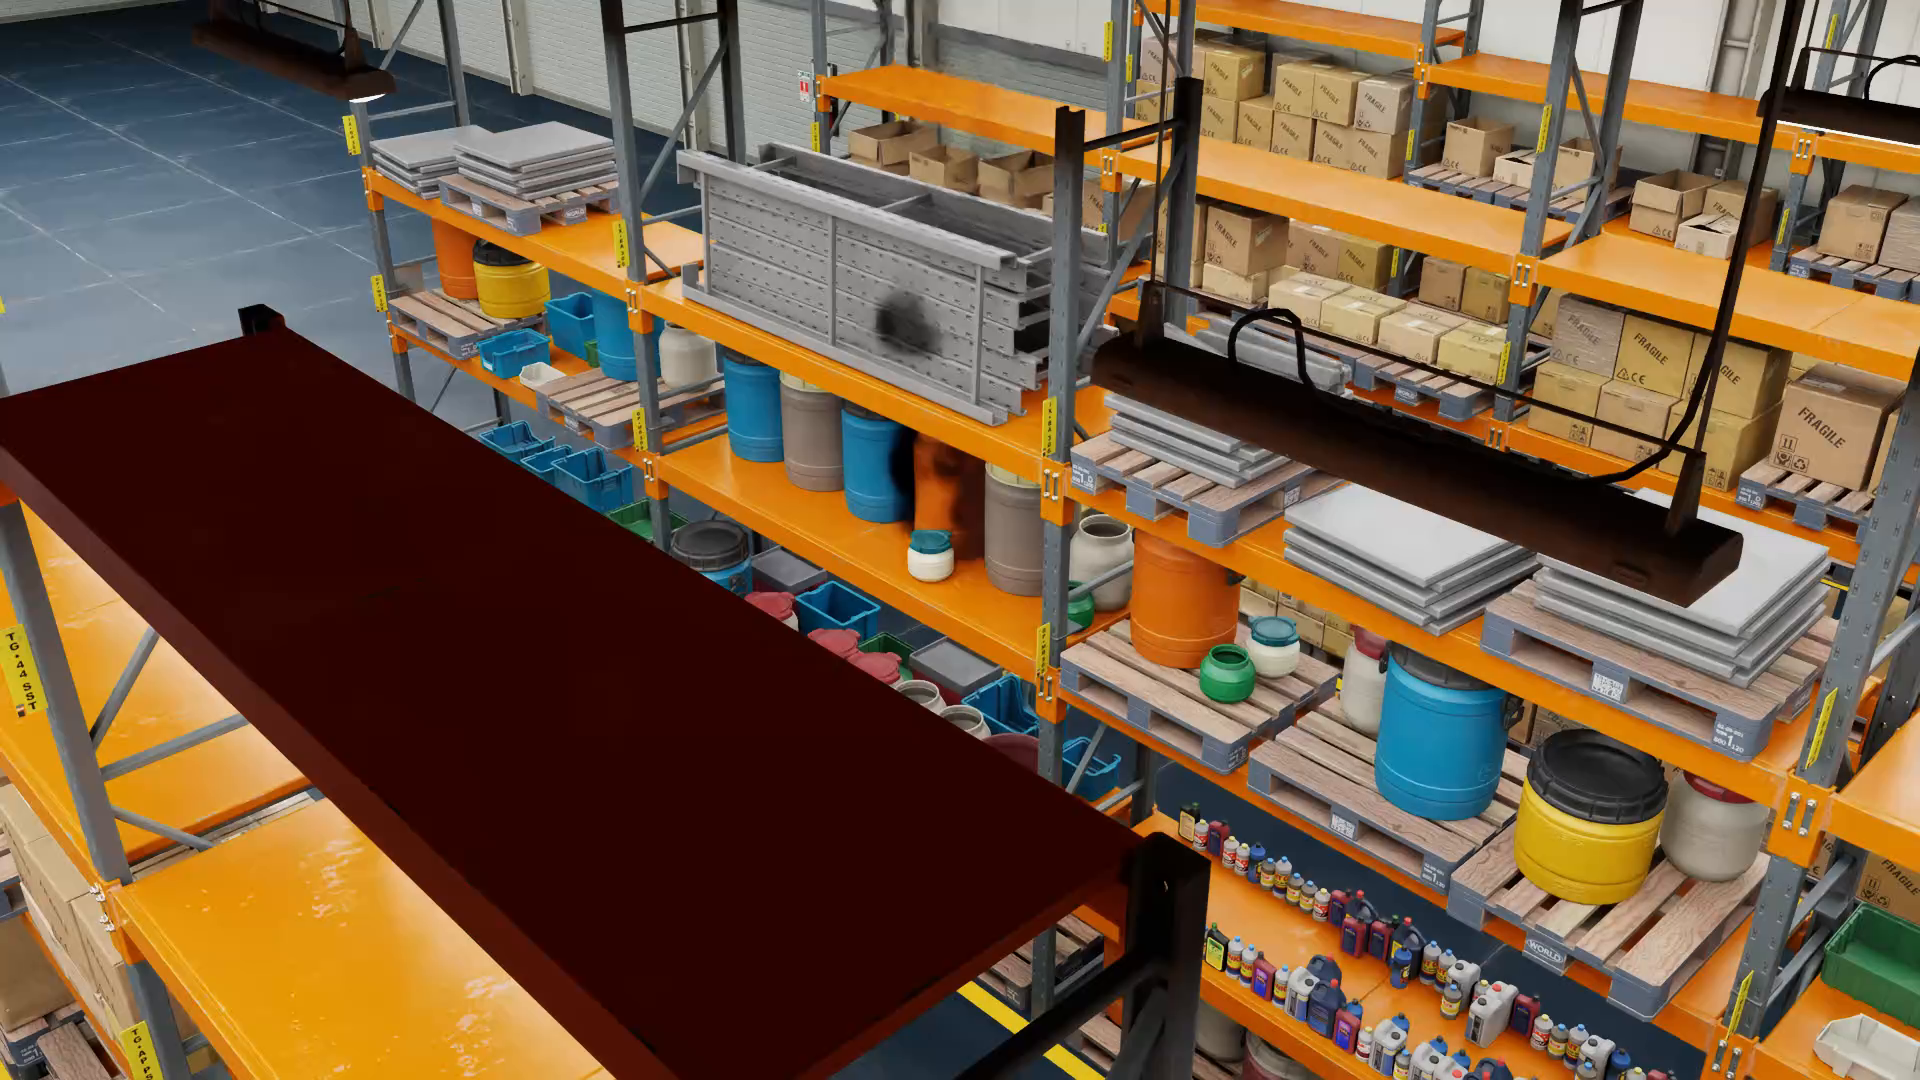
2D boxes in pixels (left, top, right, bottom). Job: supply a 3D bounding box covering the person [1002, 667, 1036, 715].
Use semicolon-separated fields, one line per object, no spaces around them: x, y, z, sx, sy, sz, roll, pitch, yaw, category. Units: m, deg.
0.392;1.044;13.072;0.738;1.785;0.677;25;37;38;person
